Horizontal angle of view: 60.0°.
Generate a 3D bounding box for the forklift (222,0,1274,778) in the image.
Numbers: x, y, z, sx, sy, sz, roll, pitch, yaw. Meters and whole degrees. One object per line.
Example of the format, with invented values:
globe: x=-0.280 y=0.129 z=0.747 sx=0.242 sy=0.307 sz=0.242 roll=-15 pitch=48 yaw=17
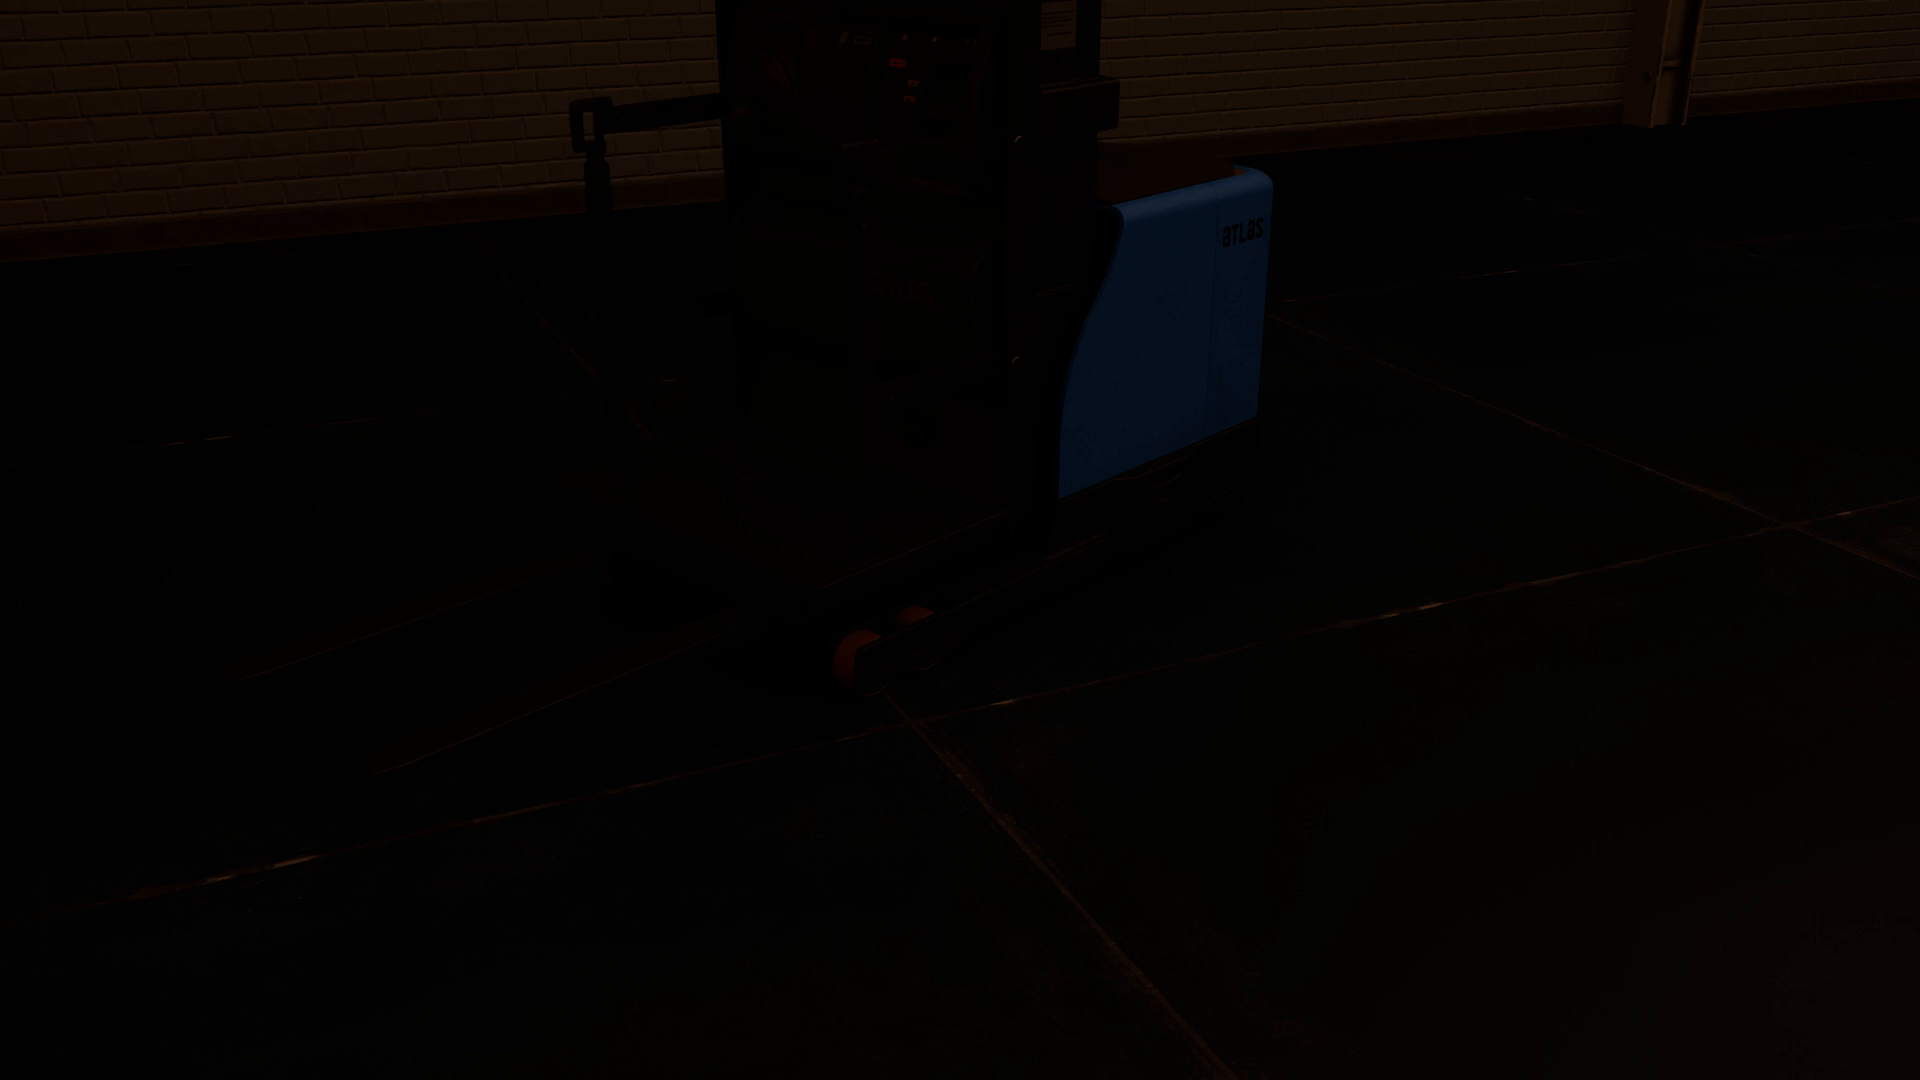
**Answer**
forklift: x=-0.413 y=-1.182 z=4.131 sx=1.130 sy=2.935 sz=3.031 roll=19 pitch=29 yaw=39
